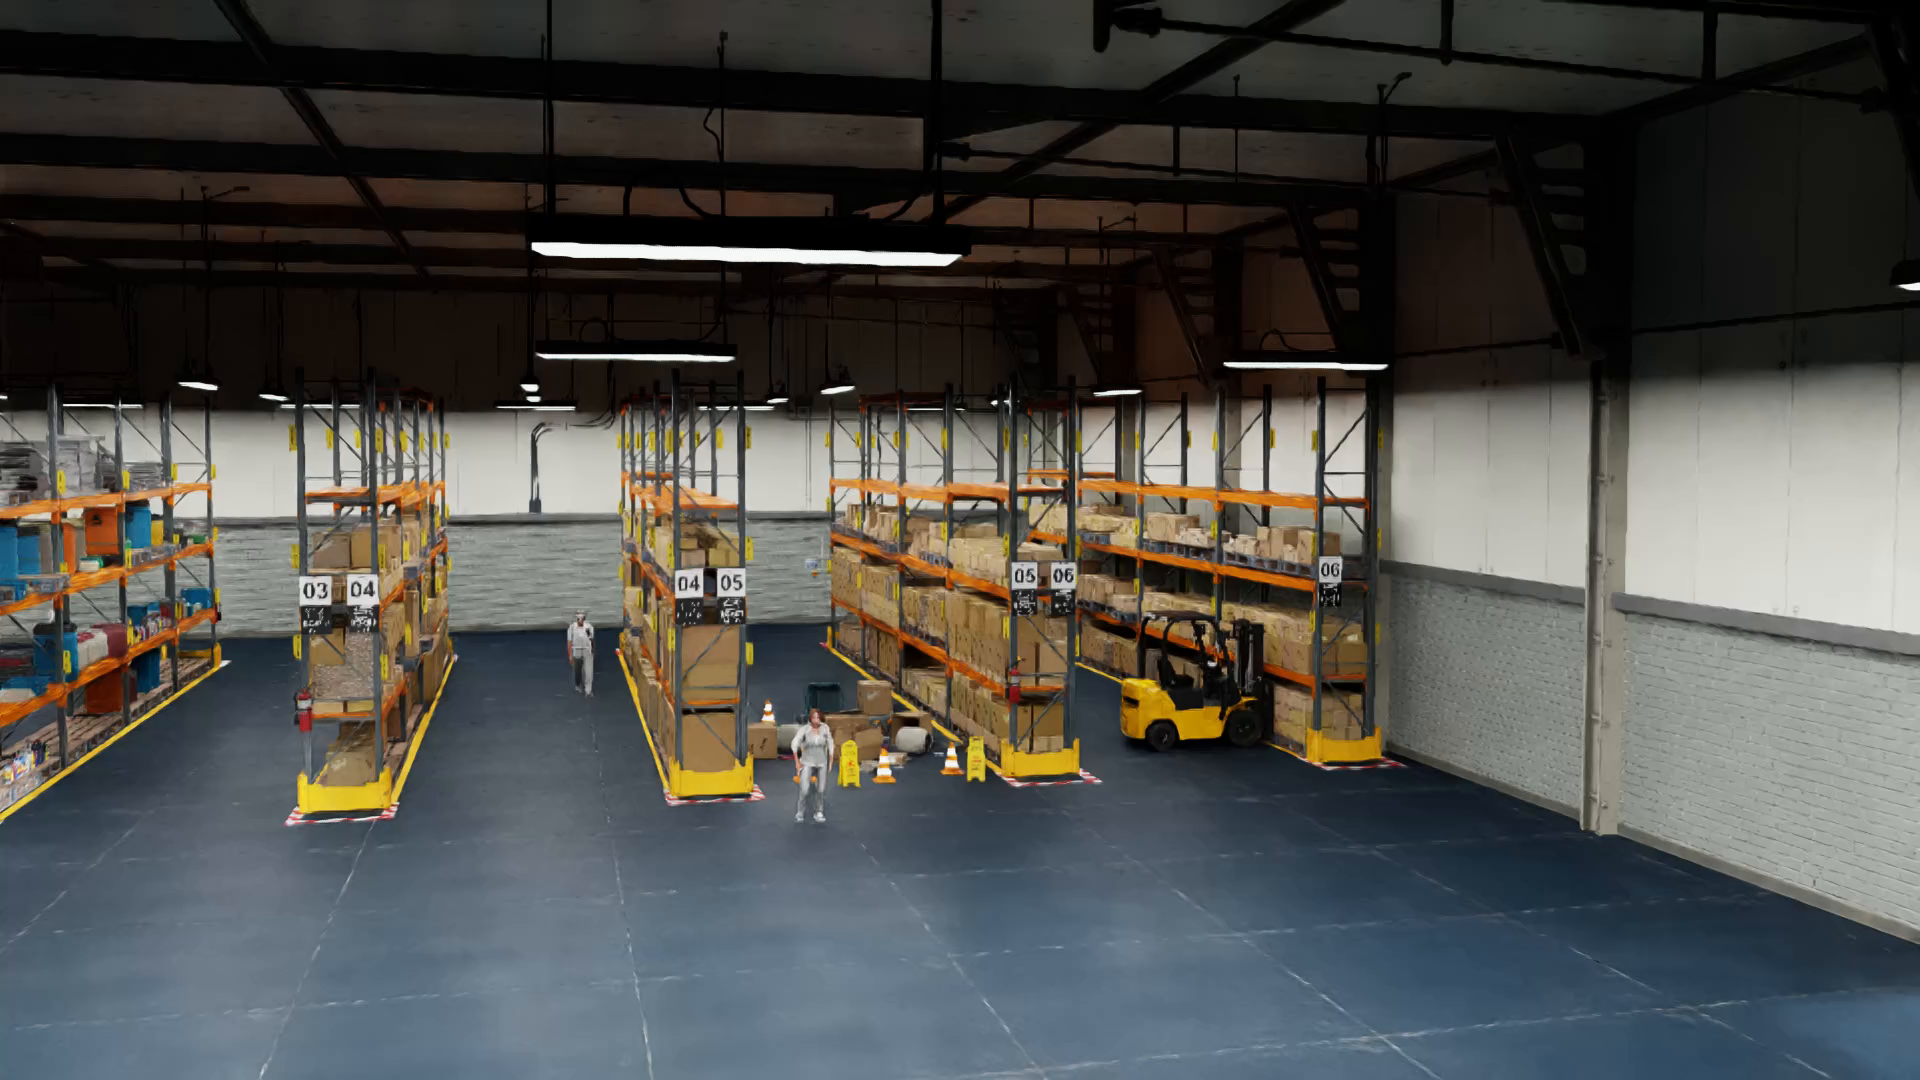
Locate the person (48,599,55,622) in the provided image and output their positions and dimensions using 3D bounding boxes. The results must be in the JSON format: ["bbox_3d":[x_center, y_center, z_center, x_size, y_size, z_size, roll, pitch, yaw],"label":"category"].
[{"bbox_3d":[-18.441,2.055,34.112,0.472,1.789,0.634,-3,4,-37],"label":"person"}]

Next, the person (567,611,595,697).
[{"bbox_3d":[-7.415,2.209,32.517,0.542,1.672,1.126,-1,3,-12],"label":"person"}]

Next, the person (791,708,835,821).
[{"bbox_3d":[-1.926,2.938,21.798,0.566,1.539,0.519,-1,4,-16],"label":"person"}]
